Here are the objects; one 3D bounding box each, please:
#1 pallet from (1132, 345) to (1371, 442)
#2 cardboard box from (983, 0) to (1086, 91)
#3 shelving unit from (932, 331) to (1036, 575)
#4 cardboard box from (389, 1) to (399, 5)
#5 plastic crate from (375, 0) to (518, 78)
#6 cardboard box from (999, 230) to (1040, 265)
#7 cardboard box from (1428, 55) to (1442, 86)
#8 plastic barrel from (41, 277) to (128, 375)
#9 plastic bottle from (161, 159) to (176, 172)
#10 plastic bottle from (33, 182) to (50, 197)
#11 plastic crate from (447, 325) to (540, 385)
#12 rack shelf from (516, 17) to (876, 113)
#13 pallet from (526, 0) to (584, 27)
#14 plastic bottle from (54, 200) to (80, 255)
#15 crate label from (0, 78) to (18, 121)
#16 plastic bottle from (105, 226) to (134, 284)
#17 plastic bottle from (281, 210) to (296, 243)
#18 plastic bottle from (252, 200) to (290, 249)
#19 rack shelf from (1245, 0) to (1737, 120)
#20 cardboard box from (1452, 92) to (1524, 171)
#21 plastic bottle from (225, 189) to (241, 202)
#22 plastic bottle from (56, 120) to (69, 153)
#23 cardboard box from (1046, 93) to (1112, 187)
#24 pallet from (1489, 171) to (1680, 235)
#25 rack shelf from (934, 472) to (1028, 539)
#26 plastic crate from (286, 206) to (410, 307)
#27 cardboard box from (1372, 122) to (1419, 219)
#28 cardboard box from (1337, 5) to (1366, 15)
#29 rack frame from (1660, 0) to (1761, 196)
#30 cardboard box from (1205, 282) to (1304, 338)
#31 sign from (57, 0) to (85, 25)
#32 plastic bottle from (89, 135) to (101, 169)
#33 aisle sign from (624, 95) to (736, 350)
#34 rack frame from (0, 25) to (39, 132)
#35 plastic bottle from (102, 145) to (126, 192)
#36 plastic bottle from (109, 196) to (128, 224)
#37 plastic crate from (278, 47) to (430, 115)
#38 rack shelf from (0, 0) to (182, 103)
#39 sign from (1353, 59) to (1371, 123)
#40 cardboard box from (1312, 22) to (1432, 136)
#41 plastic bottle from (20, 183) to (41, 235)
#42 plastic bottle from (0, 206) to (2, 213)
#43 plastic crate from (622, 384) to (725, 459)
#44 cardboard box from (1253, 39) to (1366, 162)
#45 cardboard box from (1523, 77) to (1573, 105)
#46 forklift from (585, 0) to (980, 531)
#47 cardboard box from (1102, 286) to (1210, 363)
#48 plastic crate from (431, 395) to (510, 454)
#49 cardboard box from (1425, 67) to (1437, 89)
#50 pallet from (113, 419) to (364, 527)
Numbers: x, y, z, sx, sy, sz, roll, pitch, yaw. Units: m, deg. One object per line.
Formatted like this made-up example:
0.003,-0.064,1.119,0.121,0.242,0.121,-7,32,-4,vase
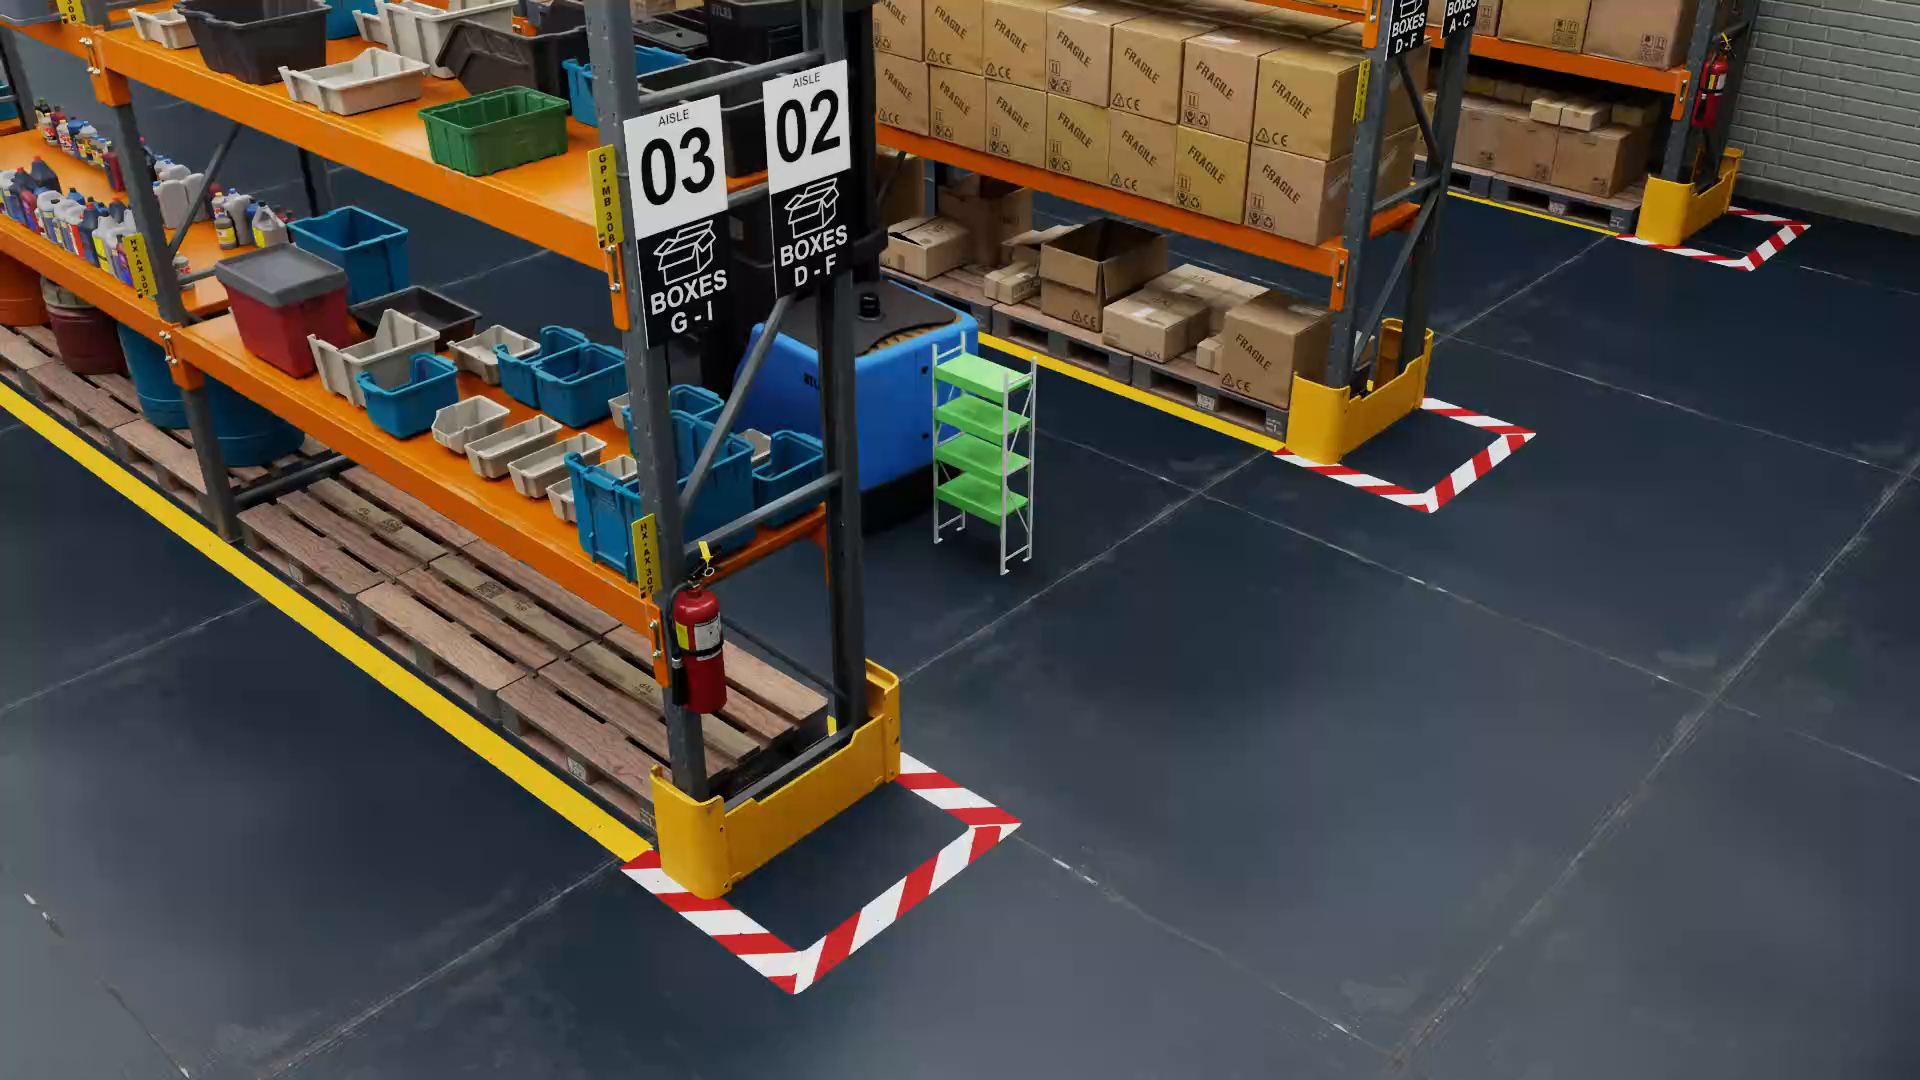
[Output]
1.892,-1.084,10.847,1.213,0.211,1.003,25,39,35,pallet
0.498,-3.206,10.600,0.500,0.500,0.500,24,38,34,cardboard box
0.123,-0.457,8.845,0.503,1.200,0.258,25,39,35,shelving unit
-5.865,-5.342,16.930,0.500,0.311,0.500,25,39,35,cardboard box
-2.223,-2.204,7.209,0.530,0.282,0.437,25,39,35,plastic crate
0.505,-2.133,12.222,0.250,0.149,0.380,25,39,35,cardboard box
4.181,-4.112,14.559,0.250,0.149,0.380,25,39,36,cardboard box
-5.507,-1.446,10.675,0.708,0.588,0.600,25,39,35,plastic barrel
-4.766,-2.171,10.072,0.097,0.271,0.097,0,31,0,plastic bottle
-5.341,-1.953,9.711,0.097,0.271,0.097,0,31,0,plastic bottle
-2.260,-0.894,8.024,0.466,0.136,0.293,25,39,35,plastic crate
-1.909,-3.745,13.261,4.000,0.370,1.077,25,39,35,rack shelf
-2.842,-4.456,13.929,1.003,0.211,1.213,25,39,35,pallet
-5.006,-1.776,9.412,0.135,0.276,0.152,25,39,35,plastic bottle
-6.779,-3.070,11.604,0.416,0.233,0.303,25,39,35,crate label
-4.533,-1.555,9.044,0.135,0.276,0.152,25,39,35,plastic bottle
-3.738,-1.709,9.293,0.133,0.283,0.061,25,39,35,plastic bottle
-3.826,-1.707,9.225,0.185,0.351,0.144,25,39,35,plastic bottle
4.378,-4.257,14.110,4.000,0.370,1.077,25,39,35,rack shelf
4.531,-3.533,14.226,0.500,0.500,0.700,24,38,34,cardboard box
-4.179,-1.897,9.617,0.097,0.271,0.097,0,31,0,plastic bottle
-5.888,-2.664,10.960,0.097,0.201,0.097,0,31,0,plastic bottle
0.898,-2.598,10.561,0.500,0.500,0.500,24,39,34,cardboard box
5.216,-2.925,13.904,1.213,0.211,1.003,25,39,35,pallet
0.123,-0.196,9.002,0.480,0.148,0.258,25,39,35,rack shelf
-3.178,-1.456,8.718,0.575,0.384,0.392,25,39,35,plastic crate
2.388,-2.274,10.023,0.500,0.500,0.500,26,40,36,cardboard box
3.824,-4.937,14.251,0.700,0.700,0.980,24,38,34,cardboard box
5.861,-3.873,12.775,0.127,3.000,1.000,25,39,35,rack frame
1.956,-1.457,11.002,0.500,0.250,0.500,25,39,35,cardboard box
-4.123,-2.548,7.657,0.005,0.325,0.100,25,39,35,sign
-5.527,-2.496,10.680,0.097,0.201,0.097,0,31,0,plastic bottle
-0.930,-1.061,5.584,0.004,0.787,0.394,25,39,35,aisle sign
-6.718,-2.853,11.081,0.127,3.000,1.000,25,39,35,rack frame
-5.244,-2.311,10.294,0.133,0.283,0.061,25,39,35,plastic bottle
-4.694,-1.760,9.312,0.185,0.351,0.144,25,39,35,plastic bottle
-2.485,-1.877,6.806,0.530,0.136,0.437,25,39,35,plastic crate
-5.235,-3.138,9.343,4.000,0.370,1.077,25,39,35,rack shelf
2.153,-2.403,8.905,0.005,0.325,0.100,25,39,35,sign
2.388,-2.703,9.765,0.500,0.500,0.500,26,40,36,cardboard box
-5.380,-1.922,9.647,0.133,0.283,0.061,25,39,35,plastic bottle
-5.788,-2.112,9.963,0.133,0.283,0.061,25,39,35,plastic bottle
-1.237,-0.477,7.239,0.300,0.233,0.416,25,39,35,plastic crate
2.025,-2.497,9.423,0.500,0.500,0.500,25,39,35,cardboard box
4.941,-3.759,13.973,0.250,0.149,0.380,25,39,35,cardboard box
-1.242,-1.968,9.677,1.130,2.935,3.031,-25,39,-35,forklift
1.287,-1.422,10.943,0.500,0.250,0.500,25,39,35,cardboard box
-2.173,-0.498,7.367,0.250,0.136,0.298,25,39,35,plastic crate
3.900,-3.977,14.335,0.250,0.149,0.380,24,38,34,cardboard box
-4.297,-0.557,9.970,1.213,0.211,1.003,25,39,35,pallet
